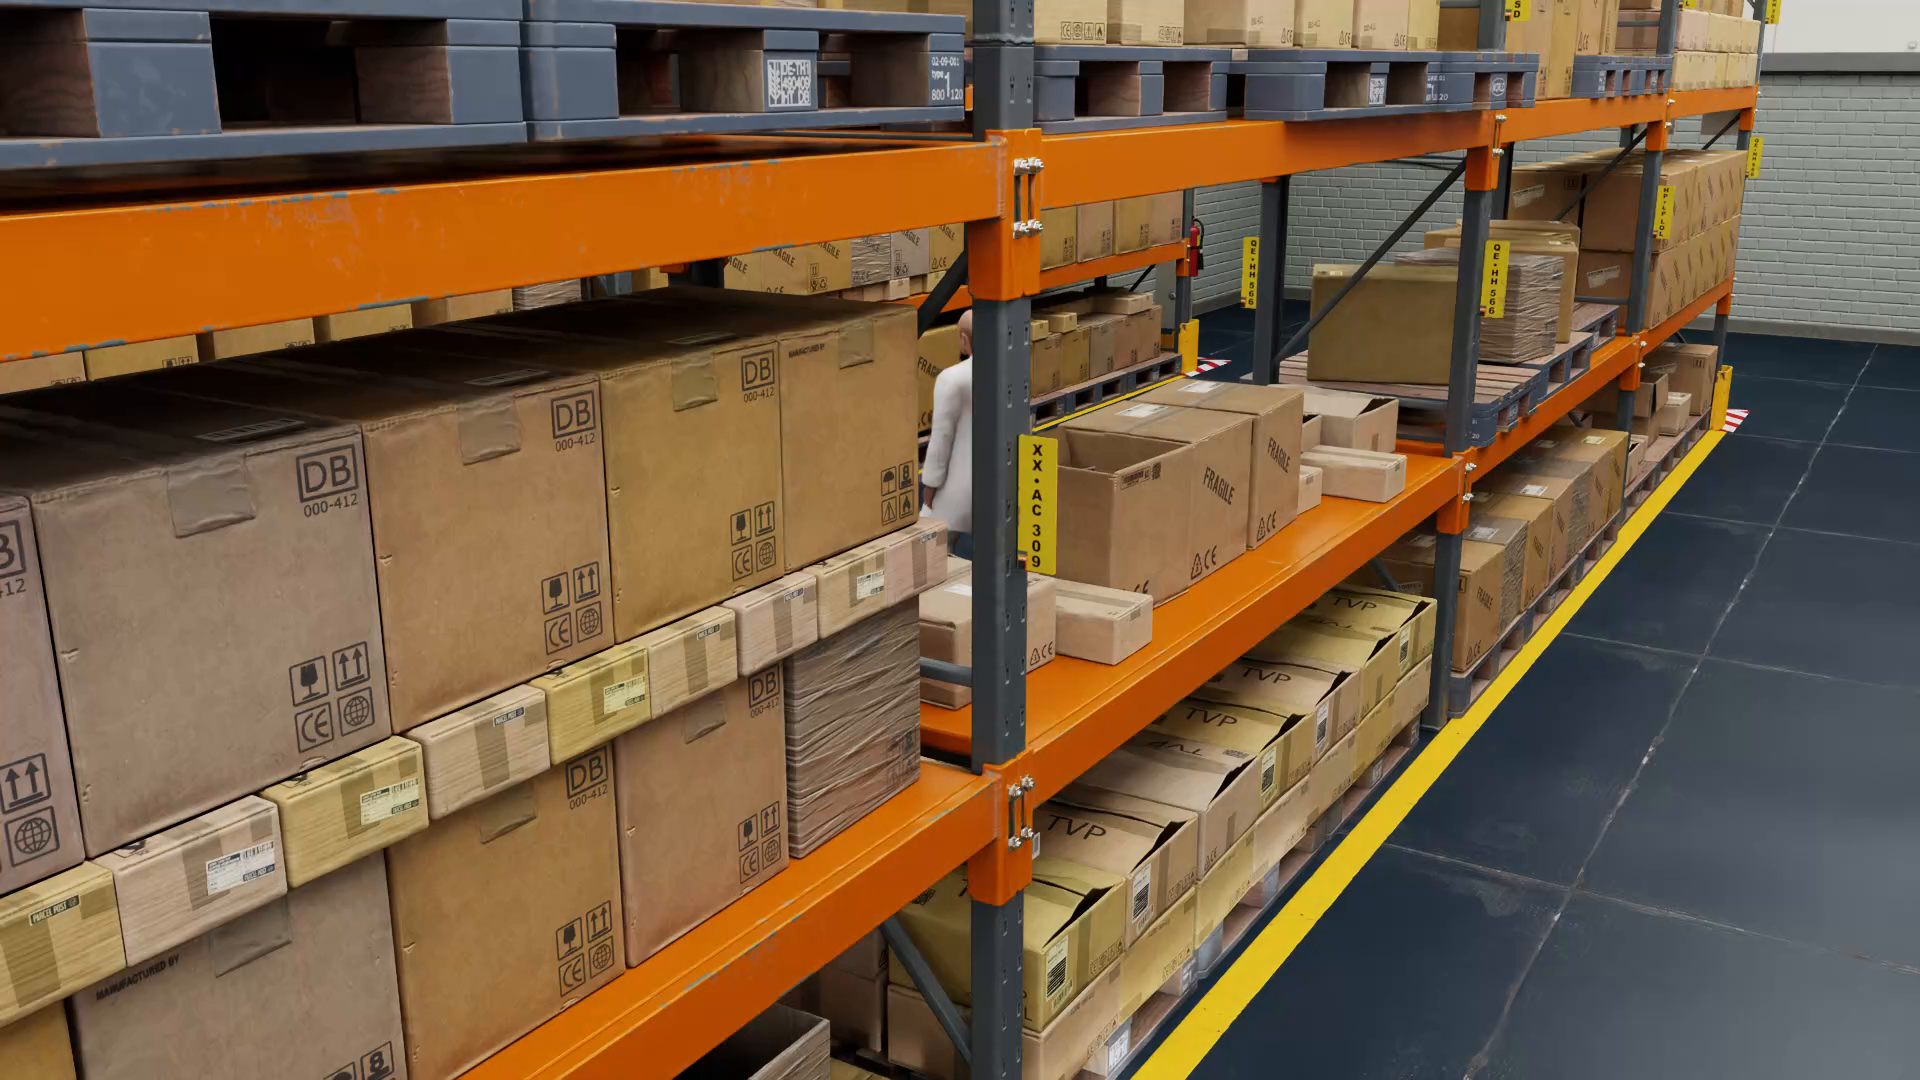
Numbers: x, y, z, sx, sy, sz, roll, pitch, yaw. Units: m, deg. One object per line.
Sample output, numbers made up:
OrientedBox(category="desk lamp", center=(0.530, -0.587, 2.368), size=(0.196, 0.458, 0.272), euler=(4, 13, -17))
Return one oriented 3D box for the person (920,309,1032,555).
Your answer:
OrientedBox(category="person", center=(0.086, -0.286, 8.598), size=(0.636, 1.825, 0.508), euler=(-9, 18, -29))
